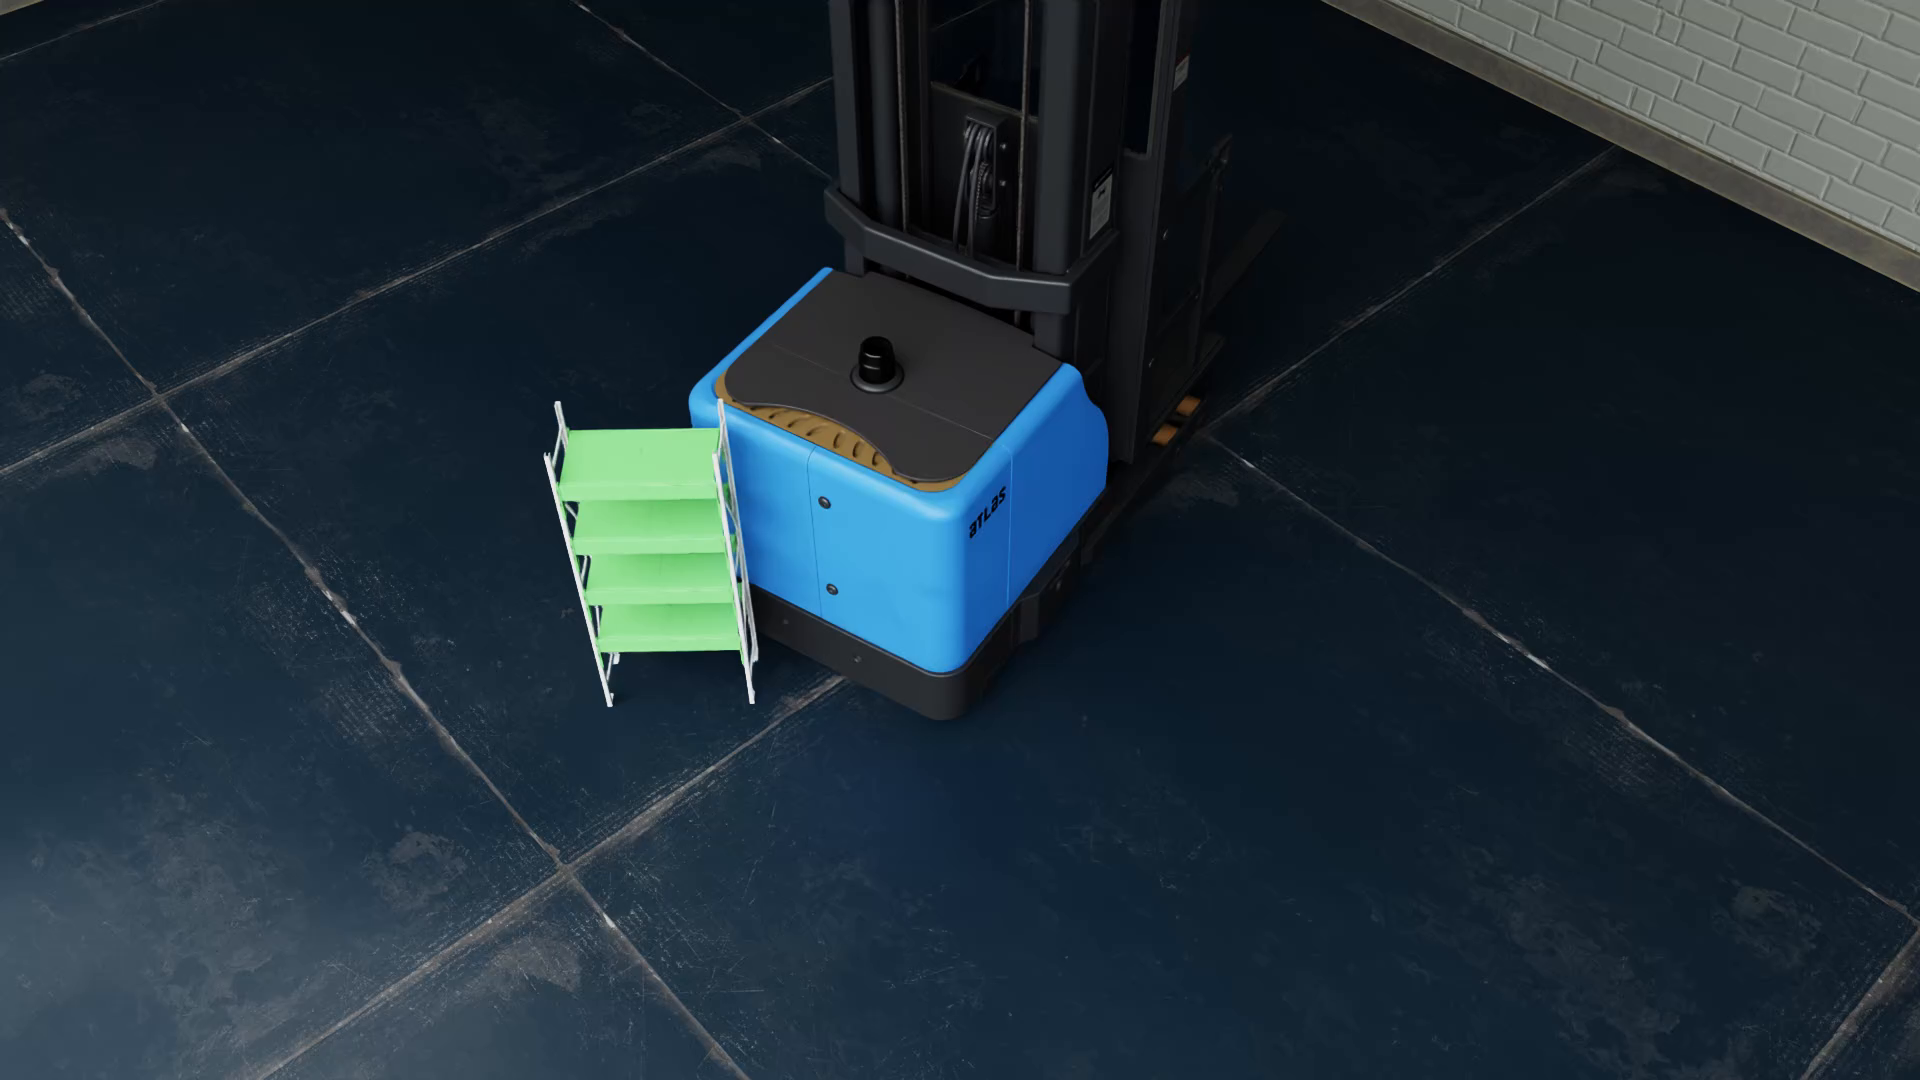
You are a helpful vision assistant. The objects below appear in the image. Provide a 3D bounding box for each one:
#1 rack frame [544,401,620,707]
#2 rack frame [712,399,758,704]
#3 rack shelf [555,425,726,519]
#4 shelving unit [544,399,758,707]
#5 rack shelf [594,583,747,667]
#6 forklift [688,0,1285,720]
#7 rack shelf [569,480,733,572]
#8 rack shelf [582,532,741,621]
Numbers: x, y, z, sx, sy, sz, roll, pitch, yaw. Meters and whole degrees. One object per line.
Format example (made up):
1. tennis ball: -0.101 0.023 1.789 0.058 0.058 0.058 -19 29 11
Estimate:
1. rack frame: -1.207 0.078 5.361 0.015 1.200 0.240 -1 47 -1
2. rack frame: -0.719 0.070 5.369 0.015 1.200 0.240 -1 47 -1
3. rack shelf: -0.963 -0.208 5.059 0.480 0.148 0.258 -1 47 -1
4. shelving unit: -0.963 0.074 5.365 0.503 1.200 0.258 -1 47 -1
5. rack shelf: -0.963 0.280 5.588 0.480 0.148 0.258 -1 47 -1
6. forklift: 0.333 -1.456 5.599 1.130 2.935 3.031 25 52 21
7. rack shelf: -0.963 -0.045 5.236 0.480 0.148 0.258 -1 47 -1
8. rack shelf: -0.963 0.118 5.412 0.480 0.148 0.258 -1 47 -1
